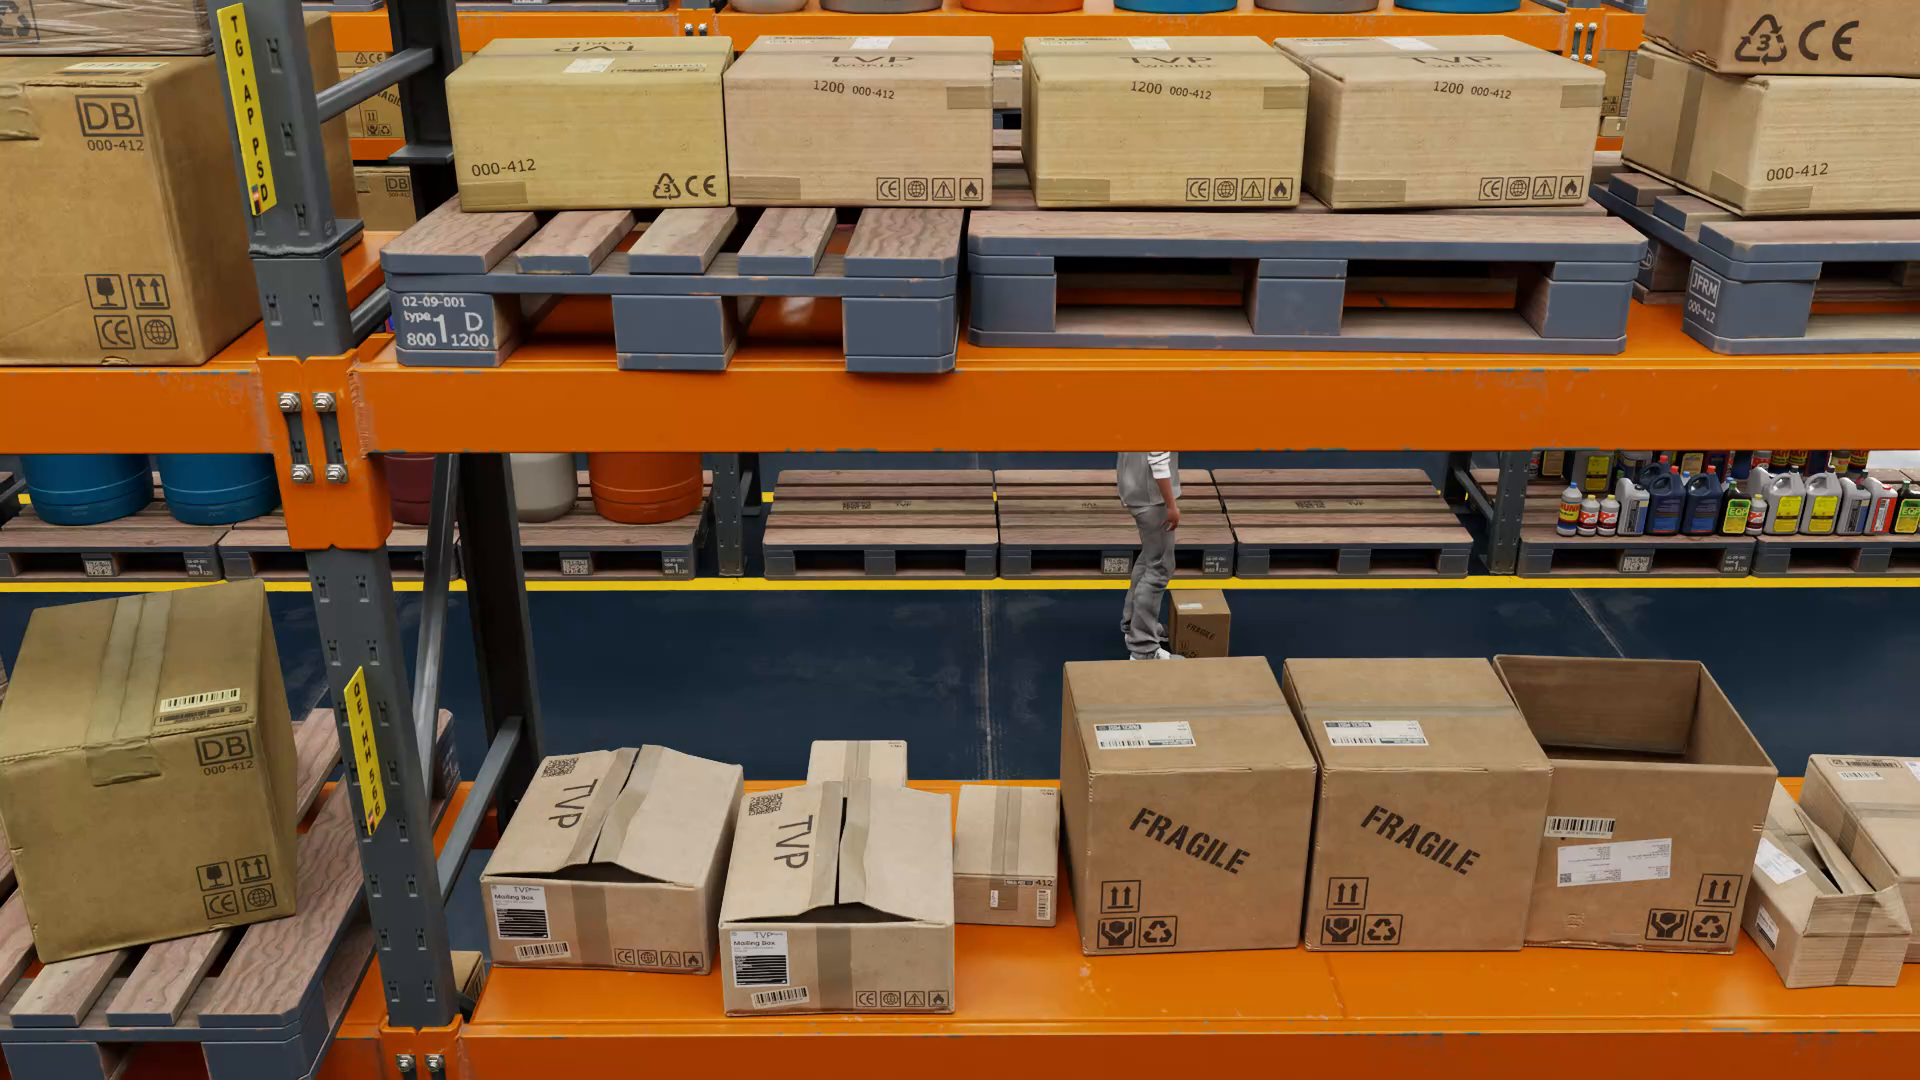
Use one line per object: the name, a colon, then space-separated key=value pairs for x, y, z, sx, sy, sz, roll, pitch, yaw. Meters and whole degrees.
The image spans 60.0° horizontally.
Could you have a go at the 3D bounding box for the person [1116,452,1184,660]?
person: x=0.890 y=-0.208 z=7.573 sx=0.342 sy=1.594 sz=0.485 roll=-2 pitch=25 yaw=-3
